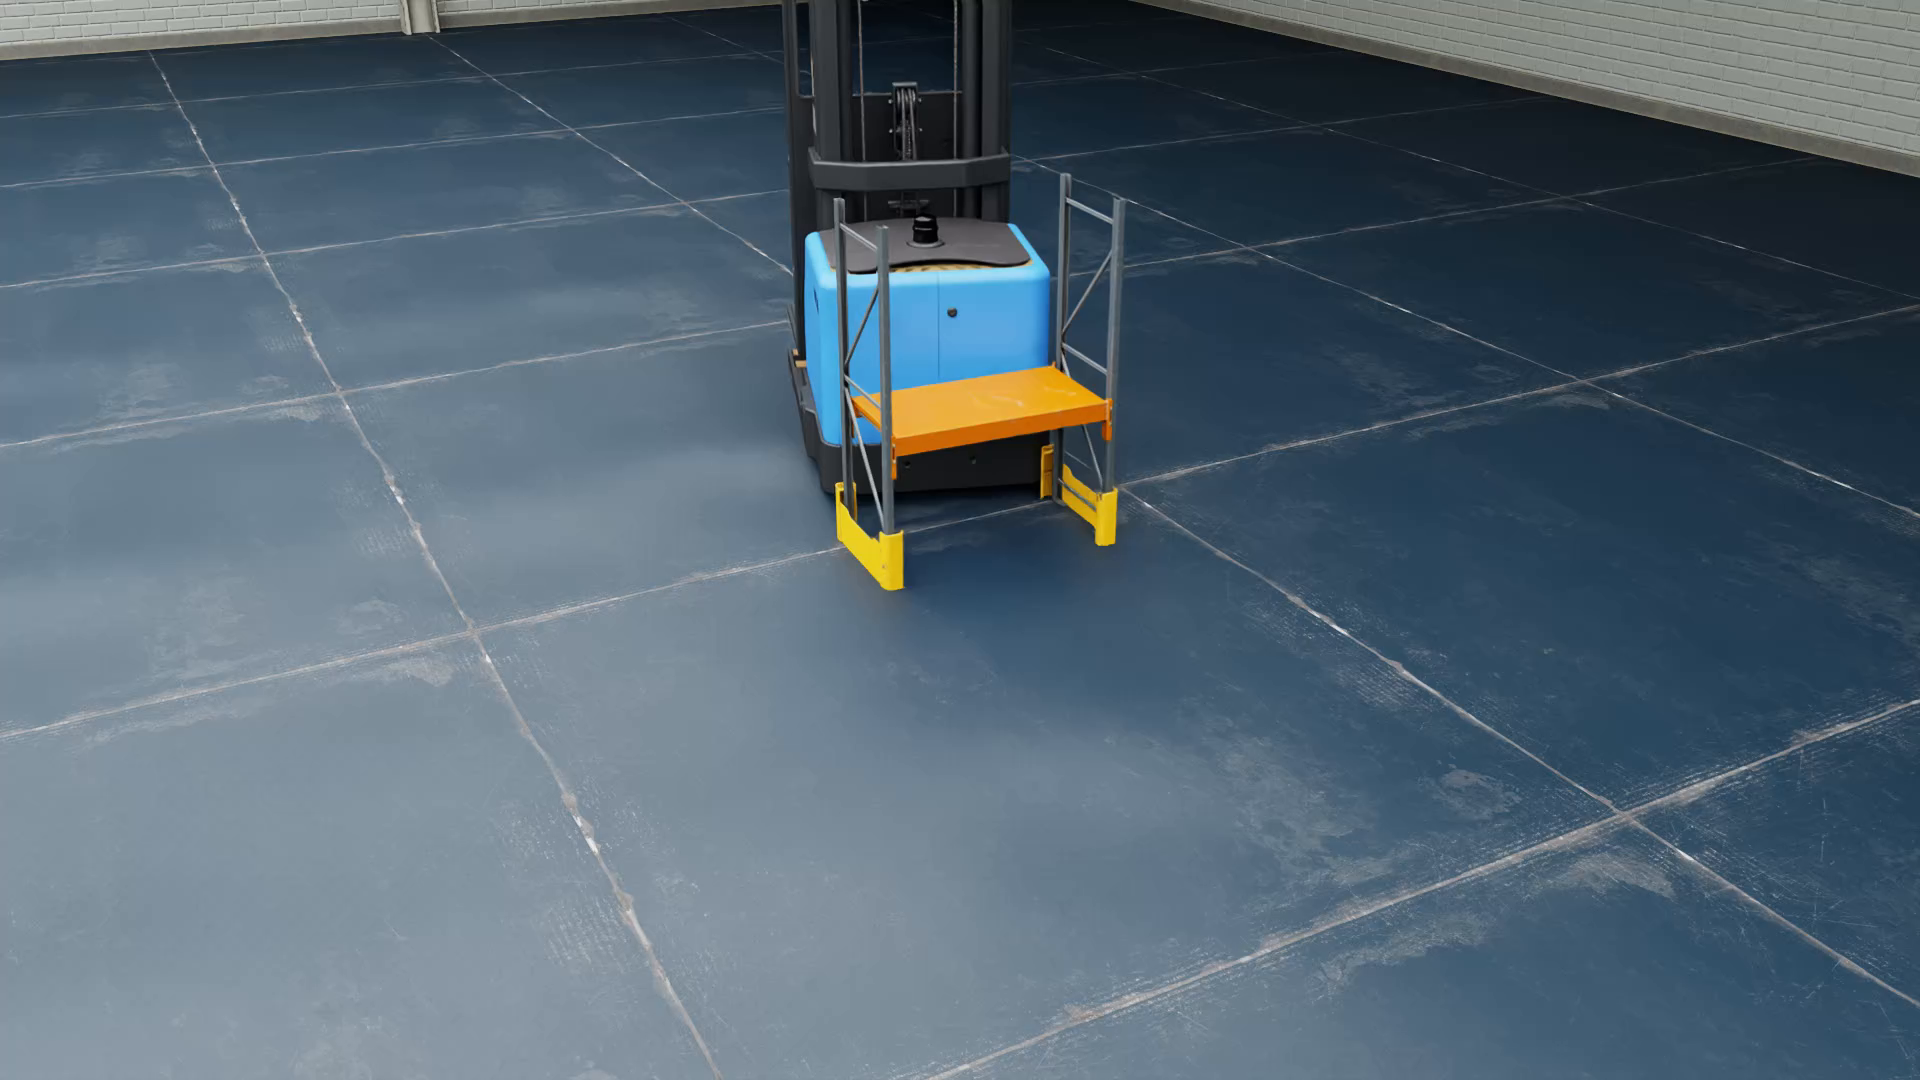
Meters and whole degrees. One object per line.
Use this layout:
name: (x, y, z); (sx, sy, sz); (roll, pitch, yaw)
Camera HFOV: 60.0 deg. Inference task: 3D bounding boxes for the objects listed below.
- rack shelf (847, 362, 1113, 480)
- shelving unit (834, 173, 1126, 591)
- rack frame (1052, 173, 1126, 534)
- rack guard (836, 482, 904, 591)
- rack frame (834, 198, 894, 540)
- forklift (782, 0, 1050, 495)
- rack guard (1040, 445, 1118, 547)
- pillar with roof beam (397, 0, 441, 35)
rack shelf: (0.078, -0.515, 7.006); (1.000, 0.185, 0.538); (-11, 28, -22)
shelving unit: (0.069, -0.676, 6.925); (1.083, 1.500, 0.587); (-11, 28, -22)
rack frame: (0.540, -0.769, 7.119); (0.032, 1.500, 0.500); (-11, 28, -22)
rack guard: (-0.383, -0.022, 7.008); (0.087, 0.250, 0.587); (-11, 28, -22)
rack frame: (-0.384, -0.586, 6.737); (0.032, 1.500, 0.500); (-11, 28, -22)
forklift: (-0.337, -2.133, 8.306); (1.130, 2.935, 3.031); (-4, 26, -8)
rack guard: (0.522, -0.202, 7.382); (0.087, 0.250, 0.587); (-11, 28, -22)
pillar with roof beam: (-4.444, -8.517, 14.592); (0.400, 9.000, 9.100); (-13, 29, -25)
